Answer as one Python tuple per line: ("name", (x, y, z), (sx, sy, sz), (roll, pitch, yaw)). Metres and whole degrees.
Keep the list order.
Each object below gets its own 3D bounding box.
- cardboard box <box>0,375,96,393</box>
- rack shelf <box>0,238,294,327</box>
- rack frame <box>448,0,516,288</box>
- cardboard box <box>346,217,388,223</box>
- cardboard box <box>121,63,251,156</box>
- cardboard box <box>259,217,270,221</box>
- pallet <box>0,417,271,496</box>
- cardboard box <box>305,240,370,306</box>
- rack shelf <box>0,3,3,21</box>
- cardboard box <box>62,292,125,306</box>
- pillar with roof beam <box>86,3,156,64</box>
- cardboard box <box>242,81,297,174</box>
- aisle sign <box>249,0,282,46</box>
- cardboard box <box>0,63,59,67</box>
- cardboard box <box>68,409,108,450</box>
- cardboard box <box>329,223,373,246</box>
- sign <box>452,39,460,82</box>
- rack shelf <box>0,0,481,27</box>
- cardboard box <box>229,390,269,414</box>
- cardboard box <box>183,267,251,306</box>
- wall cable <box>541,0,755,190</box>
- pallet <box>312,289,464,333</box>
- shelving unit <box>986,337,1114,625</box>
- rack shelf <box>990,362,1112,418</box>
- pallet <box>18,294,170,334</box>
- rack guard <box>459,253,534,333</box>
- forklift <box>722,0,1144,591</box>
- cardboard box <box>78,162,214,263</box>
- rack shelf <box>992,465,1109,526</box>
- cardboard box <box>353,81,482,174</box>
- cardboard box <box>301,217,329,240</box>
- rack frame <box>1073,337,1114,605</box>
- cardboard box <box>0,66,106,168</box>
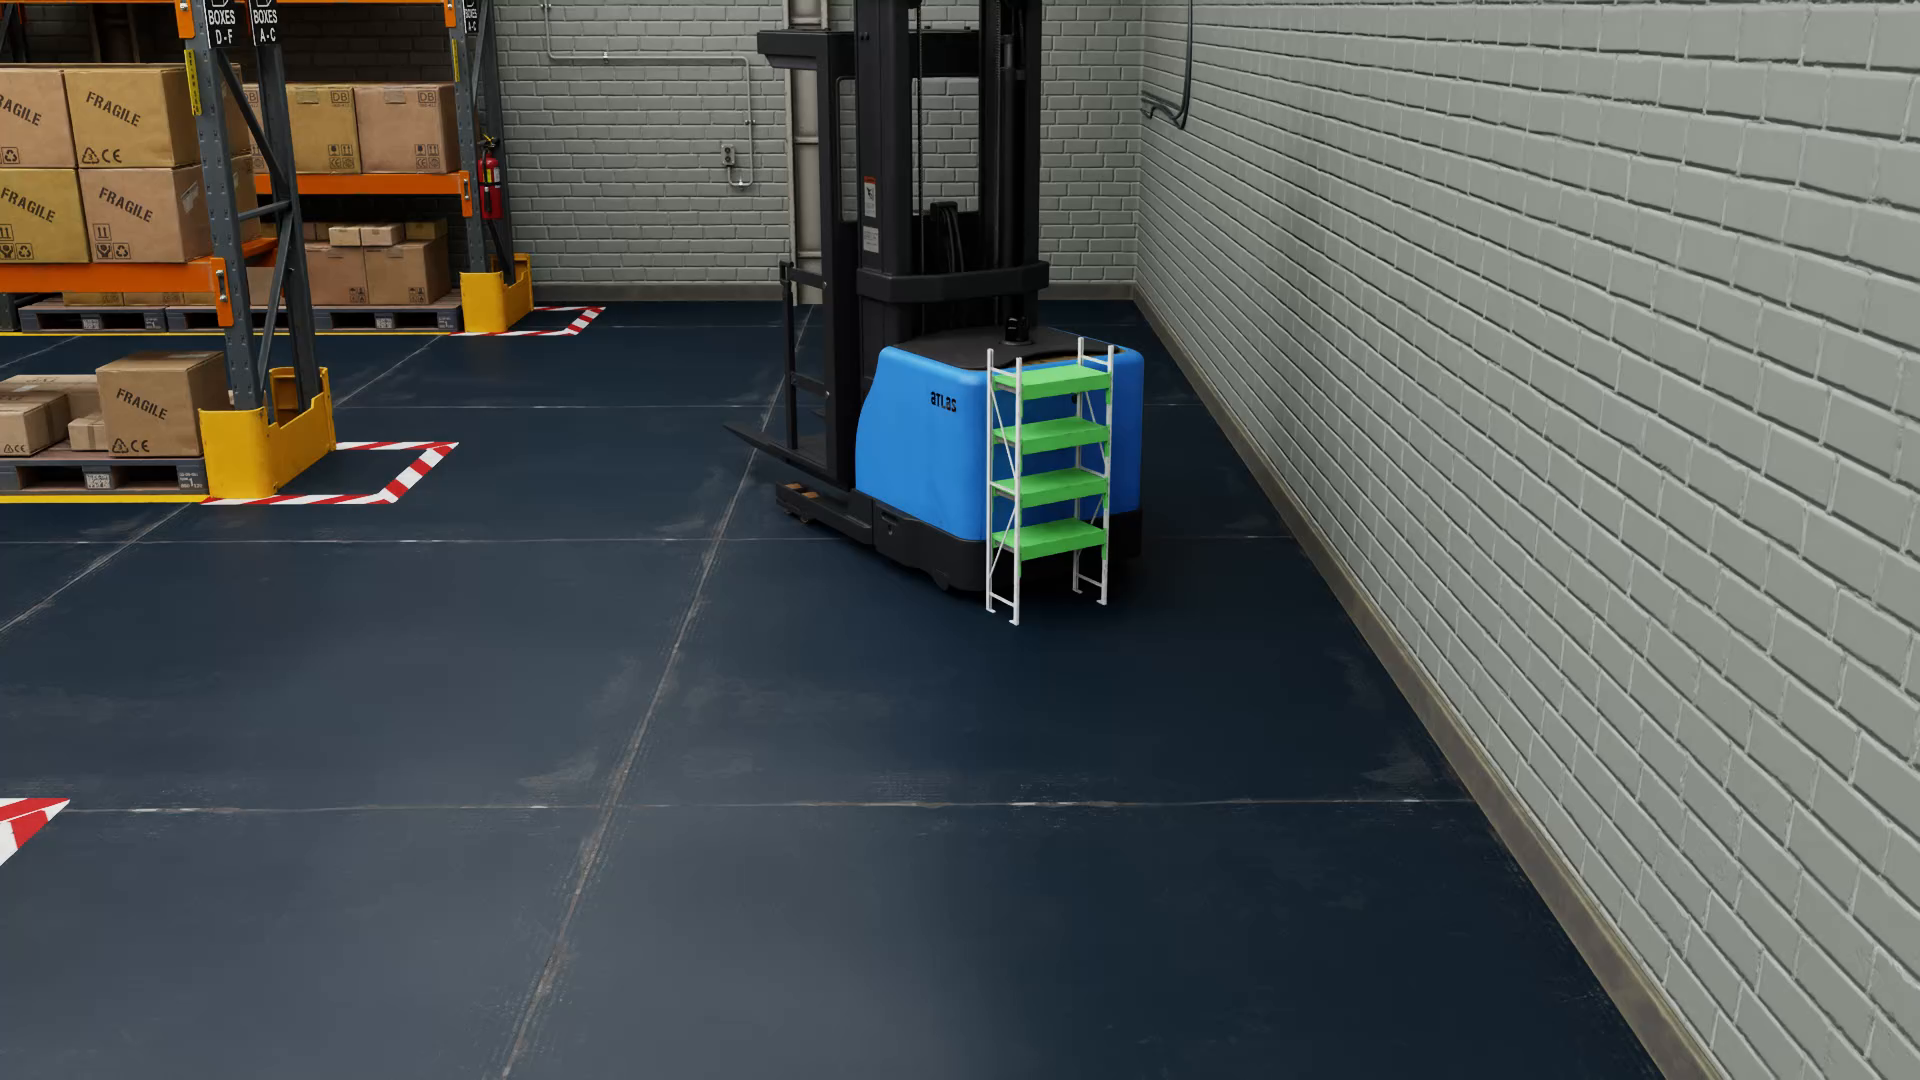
("cardboard box", (-5.505, -0.815, 9.958), (0.500, 0.250, 0.500), (0, 18, -1))
("rack shelf", (-5.956, -1.483, 9.438), (4.000, 0.370, 1.077), (0, 18, -1))
("rack frame", (-4.039, -3.348, 14.075), (0.127, 3.000, 1.000), (0, 18, -1))
("cardboard box", (-5.122, -2.692, 14.371), (0.250, 0.149, 0.380), (0, 18, -1))
("cardboard box", (-4.404, -2.437, 9.435), (0.500, 0.500, 0.500), (0, 18, 1))
("cardboard box", (-6.136, -2.687, 14.356), (0.250, 0.149, 0.380), (-1, 18, -2))
("pallet", (-4.830, -0.503, 9.770), (1.213, 0.211, 1.003), (0, 18, -1))
("cardboard box", (-5.237, -2.322, 14.279), (0.500, 0.500, 0.700), (0, 18, -1))
("rack shelf", (-10.038, -4.405, 13.636), (4.000, 0.370, 1.077), (0, 18, -1))
("cardboard box", (-7.289, -2.311, 14.246), (0.500, 0.500, 0.700), (0, 18, 0))
("pillar with roof beam", (-7.284, -5.138, 9.833), (0.400, 9.000, 9.100), (0, 18, -1))
("cardboard box", (-6.038, -3.478, 13.987), (0.700, 0.700, 0.980), (-1, 18, -4))
("aisle sign", (-3.893, -3.163, 9.242), (0.004, 0.787, 0.394), (0, 18, -1))
("cardboard box", (-5.427, -2.432, 9.417), (0.500, 0.500, 0.500), (0, 18, 0))
("cardboard box", (-4.903, -0.643, 9.561), (0.250, 0.166, 0.380), (0, 18, -1))
("cardboard box", (-5.118, -2.575, 14.007), (0.250, 0.149, 0.380), (0, 18, 1))
("sign", (-4.044, -3.847, 13.345), (0.005, 0.325, 0.100), (0, 18, -1))
("rack shelf", (-6.038, -4.424, 13.696), (4.000, 0.370, 1.077), (0, 18, -1))
("cardboard box", (-4.381, -0.790, 10.047), (0.250, 0.149, 0.380), (0, 18, -1))
("cardboard box", (-6.273, -2.314, 14.256), (0.500, 0.500, 0.700), (0, 18, 0))
("wall cable", (-2.773, -4.127, 14.839), (1.851, 1.984, 0.084), (0, 18, -1))
("pallet", (-4.837, -1.993, 14.414), (1.213, 0.211, 1.003), (0, 18, -1))
("shelving unit", (0.396, -0.265, 7.409), (0.503, 1.200, 0.258), (-11, 21, -31))
("rack shelf", (0.396, -0.661, 7.282), (0.480, 0.148, 0.258), (-11, 21, -31))
("pallet", (-7.276, -1.981, 14.377), (1.213, 0.211, 1.003), (0, 18, -1))
("rack guard", (-4.015, -2.158, 14.457), (0.348, 0.500, 1.175), (0, 18, -1))
("forklift", (-0.336, -1.556, 8.599), (1.130, 2.935, 3.031), (-11, 21, -31))
("cardboard box", (-4.400, -1.798, 9.077), (0.500, 0.500, 0.500), (0, 18, 1))
("rack shelf", (0.396, -0.204, 7.429), (0.480, 0.148, 0.258), (-11, 21, -31))
("cardboard box", (-4.548, -3.486, 14.012), (0.700, 0.700, 0.980), (1, 18, 2))
("cardboard box", (-5.626, -2.689, 14.363), (0.250, 0.149, 0.380), (0, 18, 0))
("rack frame", (0.601, -0.305, 7.535), (0.015, 1.200, 0.240), (-11, 21, -31))
("cardboard box", (-4.902, -2.270, 8.913), (0.500, 0.500, 0.500), (0, 18, 1))
